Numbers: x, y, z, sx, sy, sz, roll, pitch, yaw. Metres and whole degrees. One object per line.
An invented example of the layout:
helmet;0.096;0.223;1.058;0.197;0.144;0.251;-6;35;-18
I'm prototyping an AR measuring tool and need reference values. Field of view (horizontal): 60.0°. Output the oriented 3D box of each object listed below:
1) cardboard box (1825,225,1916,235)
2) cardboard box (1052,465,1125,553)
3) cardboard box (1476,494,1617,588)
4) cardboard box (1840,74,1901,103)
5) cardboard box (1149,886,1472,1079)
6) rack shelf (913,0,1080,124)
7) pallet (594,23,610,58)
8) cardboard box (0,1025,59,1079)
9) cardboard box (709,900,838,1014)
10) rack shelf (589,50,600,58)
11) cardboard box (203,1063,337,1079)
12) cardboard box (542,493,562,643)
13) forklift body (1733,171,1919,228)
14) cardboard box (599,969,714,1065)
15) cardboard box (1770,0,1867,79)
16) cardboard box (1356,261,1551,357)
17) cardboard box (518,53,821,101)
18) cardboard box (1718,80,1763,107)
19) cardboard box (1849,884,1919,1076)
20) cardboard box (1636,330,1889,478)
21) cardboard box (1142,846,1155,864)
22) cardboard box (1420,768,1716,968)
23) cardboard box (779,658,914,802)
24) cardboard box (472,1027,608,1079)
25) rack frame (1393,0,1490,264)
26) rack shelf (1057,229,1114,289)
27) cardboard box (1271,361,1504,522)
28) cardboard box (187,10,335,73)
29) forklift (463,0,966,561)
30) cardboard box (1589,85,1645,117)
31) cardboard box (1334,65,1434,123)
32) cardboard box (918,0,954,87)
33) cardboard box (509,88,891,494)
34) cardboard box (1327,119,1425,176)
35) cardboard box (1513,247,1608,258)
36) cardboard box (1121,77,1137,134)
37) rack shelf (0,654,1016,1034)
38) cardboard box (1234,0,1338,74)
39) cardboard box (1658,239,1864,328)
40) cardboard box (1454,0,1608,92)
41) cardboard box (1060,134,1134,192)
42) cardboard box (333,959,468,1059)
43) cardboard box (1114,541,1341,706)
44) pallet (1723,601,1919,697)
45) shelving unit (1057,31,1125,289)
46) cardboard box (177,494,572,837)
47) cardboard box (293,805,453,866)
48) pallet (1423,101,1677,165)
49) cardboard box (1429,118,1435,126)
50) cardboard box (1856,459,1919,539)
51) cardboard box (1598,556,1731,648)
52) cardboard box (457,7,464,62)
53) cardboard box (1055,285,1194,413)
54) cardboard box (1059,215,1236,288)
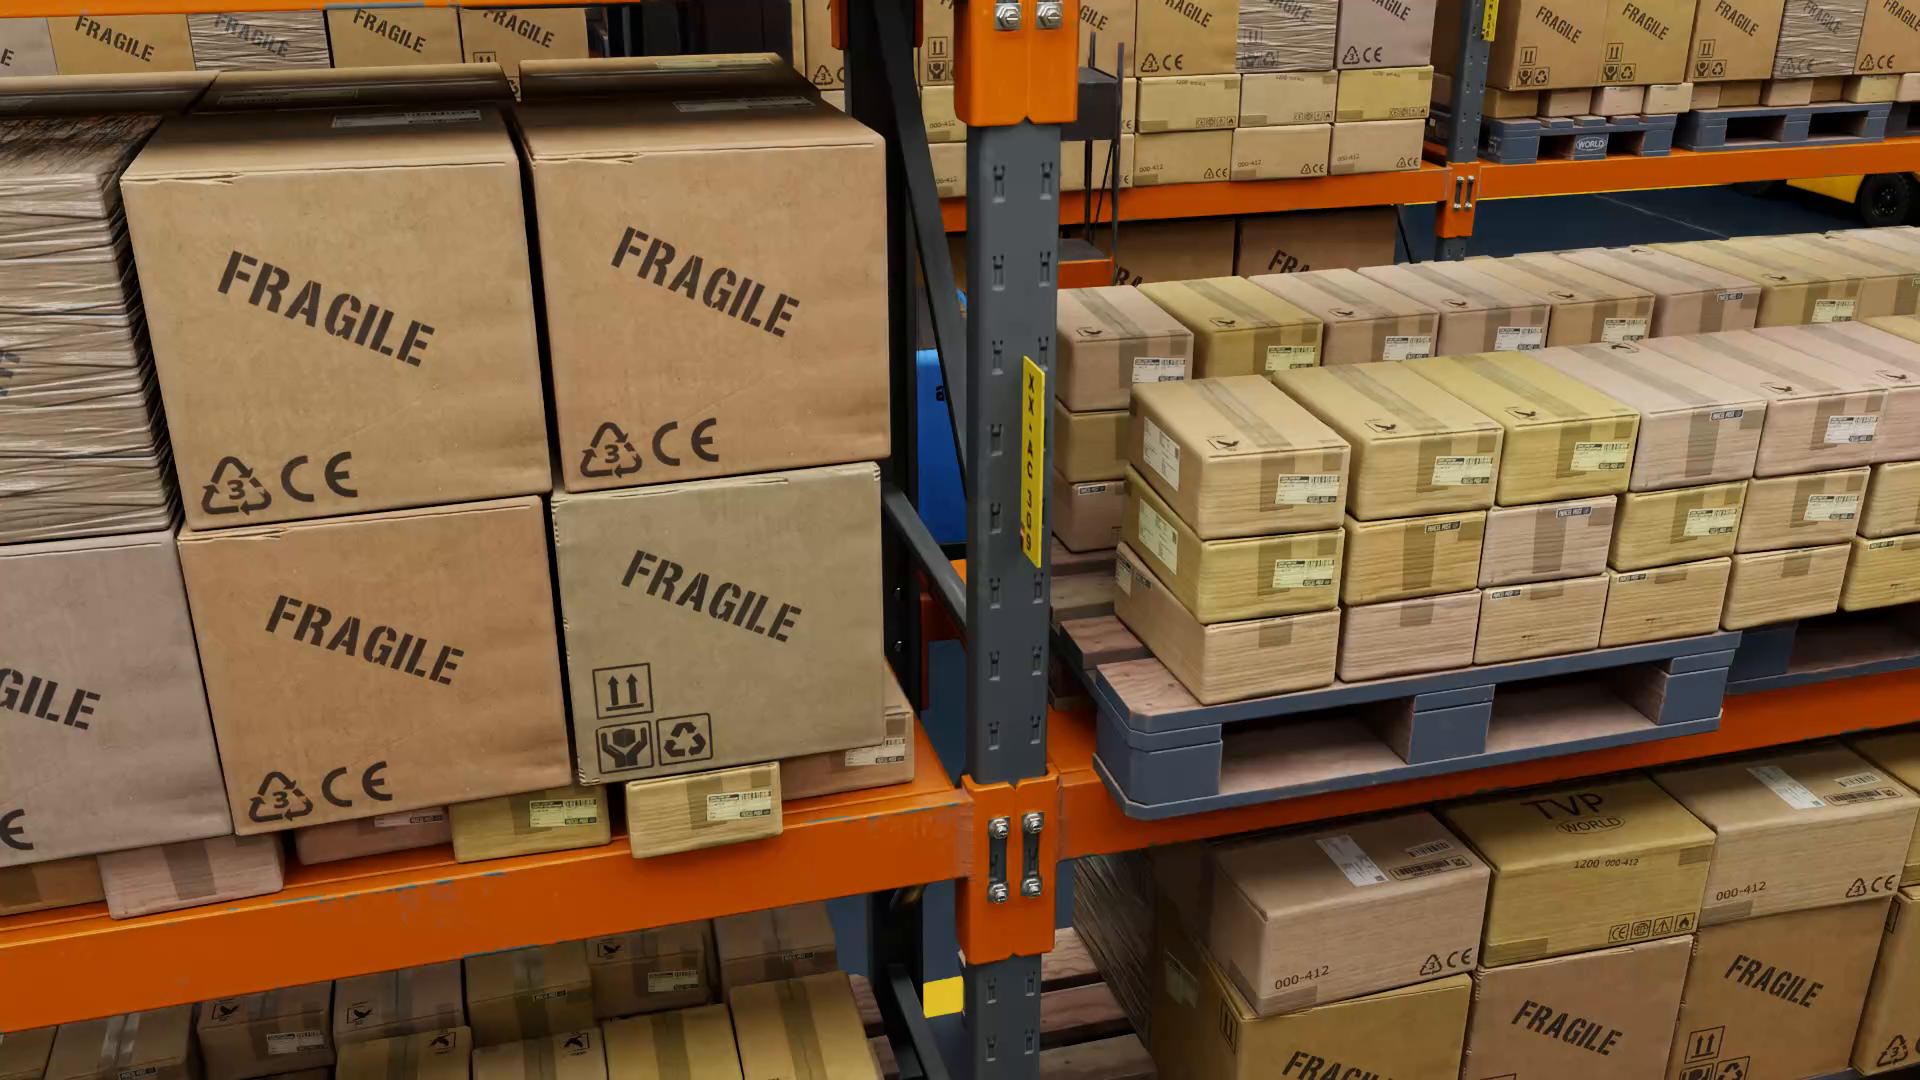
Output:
cardboard box;5.723;-1.579;9.925;0.625;0.372;0.950;-6;24;-14
cardboard box;0.288;-0.125;3.522;0.250;0.149;0.380;-7;24;-16
cardboard box;0.960;-0.067;3.011;0.250;0.149;0.380;-6;24;-13
cardboard box;4.820;-2.465;8.977;0.250;0.149;0.380;-6;24;-14
cardboard box;0.742;1.048;3.641;0.500;0.500;0.500;-5;24;-12
rack shelf;1.885;-1.190;3.329;4.000;0.370;1.077;-6;24;-14
pallet;-2.021;-3.638;12.167;1.213;0.211;1.003;-6;24;-14
cardboard box;-1.940;1.029;3.376;0.250;0.149;0.380;-6;24;-14
cardboard box;-0.428;0.872;3.742;0.250;0.149;0.380;-5;24;-12
rack shelf;-0.894;-3.565;12.666;4.000;0.370;1.077;-6;24;-14
cardboard box;-1.452;1.117;3.549;0.250;0.149;0.380;-5;24;-12
cardboard box;-0.586;-0.155;3.303;0.500;0.500;0.500;-7;24;-15
forklift body;7.401;-3.676;13.089;1.214;2.155;2.313;-6;24;-14
cardboard box;-0.696;1.029;3.753;0.250;0.149;0.380;-6;24;-14
cardboard box;4.365;-2.727;8.766;0.500;0.500;0.500;-7;24;-16
cardboard box;1.053;-0.481;3.599;0.250;0.149;0.380;-6;24;-15
cardboard box;-0.541;-0.616;3.110;0.500;0.500;0.500;-6;24;-13
cardboard box;4.039;-2.416;8.864;0.250;0.149;0.380;-5;24;-12
cardboard box;2.242;0.886;4.019;0.500;0.500;0.500;-7;24;-17
cardboard box;1.464;-0.259;3.082;0.250;0.149;0.380;-7;24;-15
cardboard box;0.608;0.506;3.953;0.500;0.250;0.500;-7;24;-16
cardboard box;1.254;0.645;3.628;0.500;0.250;0.500;-6;24;-13
cardboard box;-0.253;0.305;3.053;0.250;0.149;0.380;-7;24;-15
cardboard box;-0.786;1.122;3.159;0.250;0.149;0.380;-7;24;-15
rack frame;2.376;-2.224;8.630;0.127;3.000;1.000;-6;24;-14
rack shelf;0.339;-0.976;6.897;0.480;0.518;0.431;-5;24;-12
cardboard box;0.730;-0.180;2.897;0.250;0.149;0.380;-6;24;-13
cardboard box;-2.833;-2.040;6.805;0.500;0.500;0.500;-6;24;-14
forklift;-1.352;-1.139;6.187;3.031;2.935;1.130;-5;24;-12
cardboard box;3.296;-2.295;8.580;0.250;0.149;0.380;-8;24;-18
cardboard box;1.978;-2.237;8.215;0.500;0.250;0.500;-6;24;-15
cardboard box;-0.008;-2.358;7.548;0.500;0.500;0.500;-7;24;-16
cardboard box;-0.420;-0.419;2.650;0.500;0.500;0.500;-7;24;-16
cardboard box;1.959;-2.003;8.304;0.500;0.250;0.500;-7;24;-16
cardboard box;3.631;-1.348;9.387;0.625;0.372;0.950;-7;24;-15
cardboard box;0.498;-2.063;7.811;0.500;0.250;0.500;-7;24;-16
rack shelf;-1.966;0.614;2.927;4.000;0.370;1.077;-6;24;-14
cardboard box;1.457;-2.517;7.918;0.500;0.500;0.500;-6;24;-13
cardboard box;1.807;-0.565;3.795;0.250;0.149;0.380;-7;24;-15
cardboard box;2.872;-2.560;8.375;0.500;0.500;0.500;-7;24;-16
cardboard box;0.499;-1.830;7.901;0.500;0.250;0.500;-7;24;-15
cardboard box;-1.185;0.961;3.534;0.250;0.149;0.380;-7;24;-16
cardboard box;0.463;0.126;2.939;0.250;0.149;0.380;-7;24;-17
pallet;1.916;-0.041;3.785;1.213;0.211;1.003;-6;24;-14
shelving unit;0.339;-0.989;6.891;0.503;2.100;0.431;-5;24;-12
cardboard box;-0.931;0.101;2.705;0.500;0.500;0.500;-7;24;-16
cardboard box;-1.011;0.381;2.876;0.250;0.149;0.380;-7;24;-16
pallet;3.033;-2.252;8.938;1.003;0.211;1.213;-6;24;-14
cardboard box;3.634;-3.496;14.074;0.625;0.625;0.875;-7;24;-15
cardboard box;1.725;-0.153;3.211;0.250;0.149;0.380;-7;24;-15
cardboard box;1.212;0.042;3.133;0.250;0.149;0.380;-6;24;-14
cardboard box;-2.487;-2.293;7.396;0.500;0.500;0.500;-7;24;-15
cardboard box;0.293;-0.397;3.404;0.250;0.149;0.380;-5;24;-12
cardboard box;0.829;-1.305;8.650;0.875;0.875;0.875;-6;24;-14
